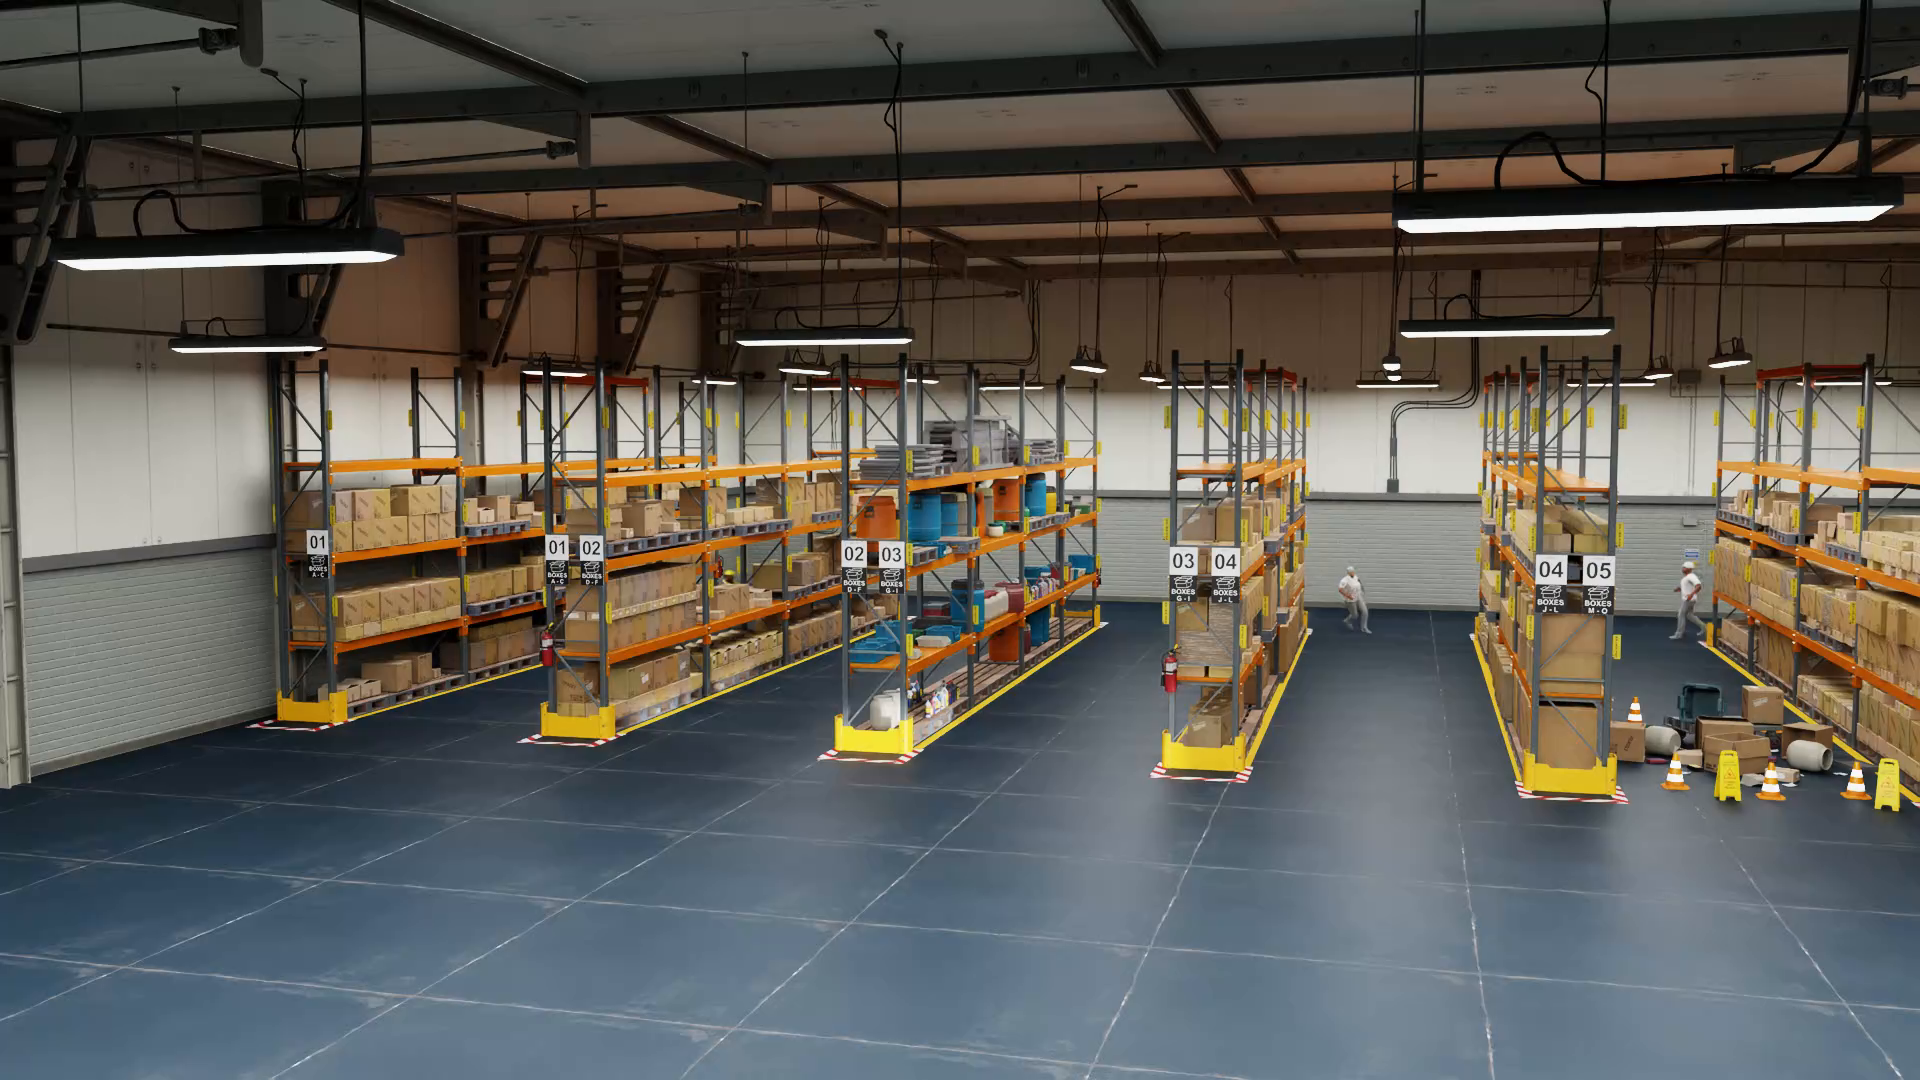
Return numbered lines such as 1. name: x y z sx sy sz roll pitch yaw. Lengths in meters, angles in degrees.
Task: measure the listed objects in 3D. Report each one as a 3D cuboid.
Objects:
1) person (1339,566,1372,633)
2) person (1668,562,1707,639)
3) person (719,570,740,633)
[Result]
1. person: 9.249 1.402 39.294 0.723 1.598 0.722 -2 5 -27
2. person: 16.685 1.384 38.018 0.862 1.784 0.726 2 4 20
3. person: -5.037 1.513 36.349 0.733 1.755 0.812 1 4 16
